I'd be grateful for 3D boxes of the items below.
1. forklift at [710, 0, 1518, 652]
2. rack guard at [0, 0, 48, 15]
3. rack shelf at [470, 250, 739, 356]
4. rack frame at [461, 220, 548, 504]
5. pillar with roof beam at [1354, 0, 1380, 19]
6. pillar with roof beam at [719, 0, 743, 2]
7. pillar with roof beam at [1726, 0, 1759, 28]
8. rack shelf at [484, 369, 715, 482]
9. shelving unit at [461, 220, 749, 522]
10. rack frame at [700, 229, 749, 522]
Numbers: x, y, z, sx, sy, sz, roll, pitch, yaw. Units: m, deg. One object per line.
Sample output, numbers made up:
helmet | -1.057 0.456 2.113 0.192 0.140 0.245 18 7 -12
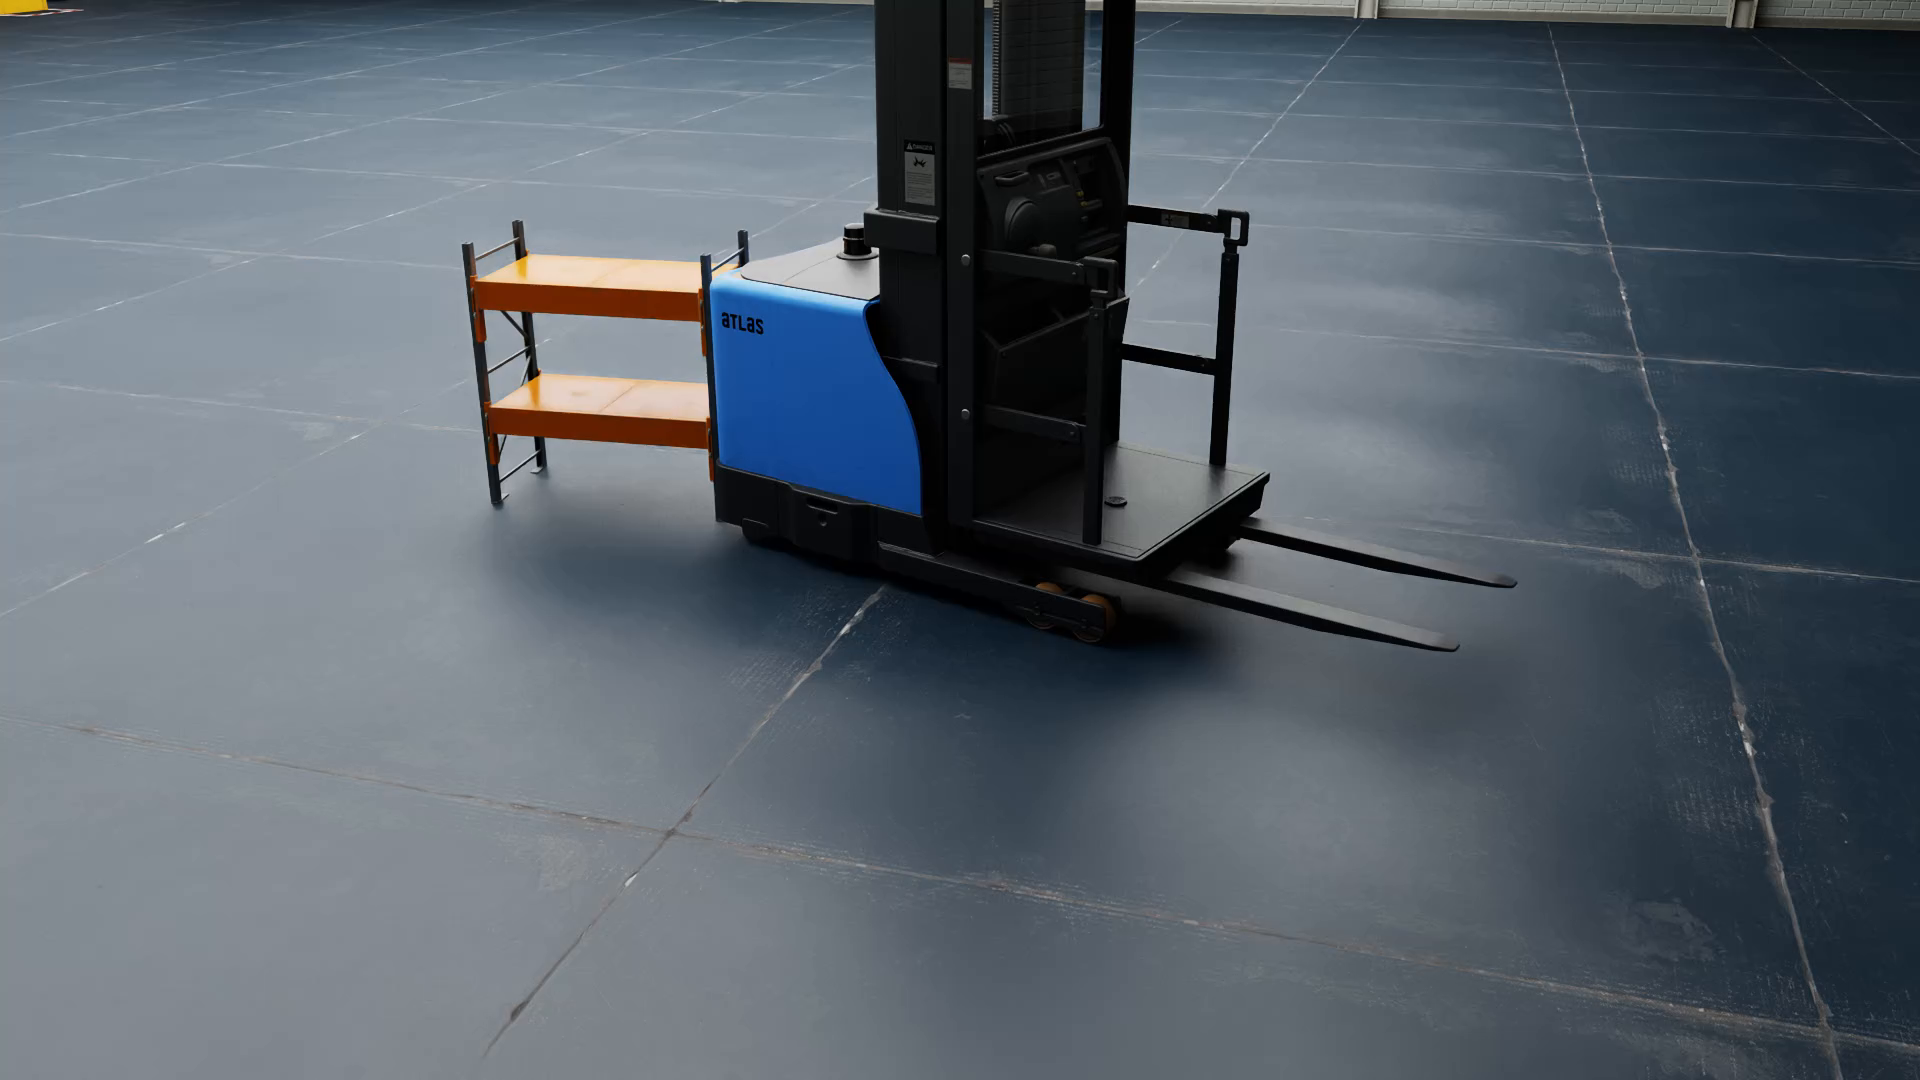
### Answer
forklift | 0.517 -1.223 5.889 3.031 2.935 1.130 14 26 31
rack guard | -17.007 -9.754 29.890 0.348 0.500 1.175 7 23 16
rack shelf | -1.455 -1.001 6.956 1.000 0.278 0.538 5 23 11
rack frame | -1.952 -0.770 7.164 0.032 1.125 0.500 5 23 11
pillar with roof beam | 5.823 -11.690 23.412 0.400 9.000 9.100 7 23 16
pillar with roof beam | -5.665 -13.006 26.619 0.400 9.000 9.100 7 23 16
pillar with roof beam | 11.567 -11.032 21.808 0.400 9.000 9.100 7 23 16
rack shelf | -1.455 -0.504 7.160 1.000 0.278 0.538 5 23 11
shelving unit | -1.455 -0.730 7.067 1.048 1.125 0.538 5 23 11
rack frame | -0.957 -0.690 6.971 0.032 1.125 0.500 5 23 11
